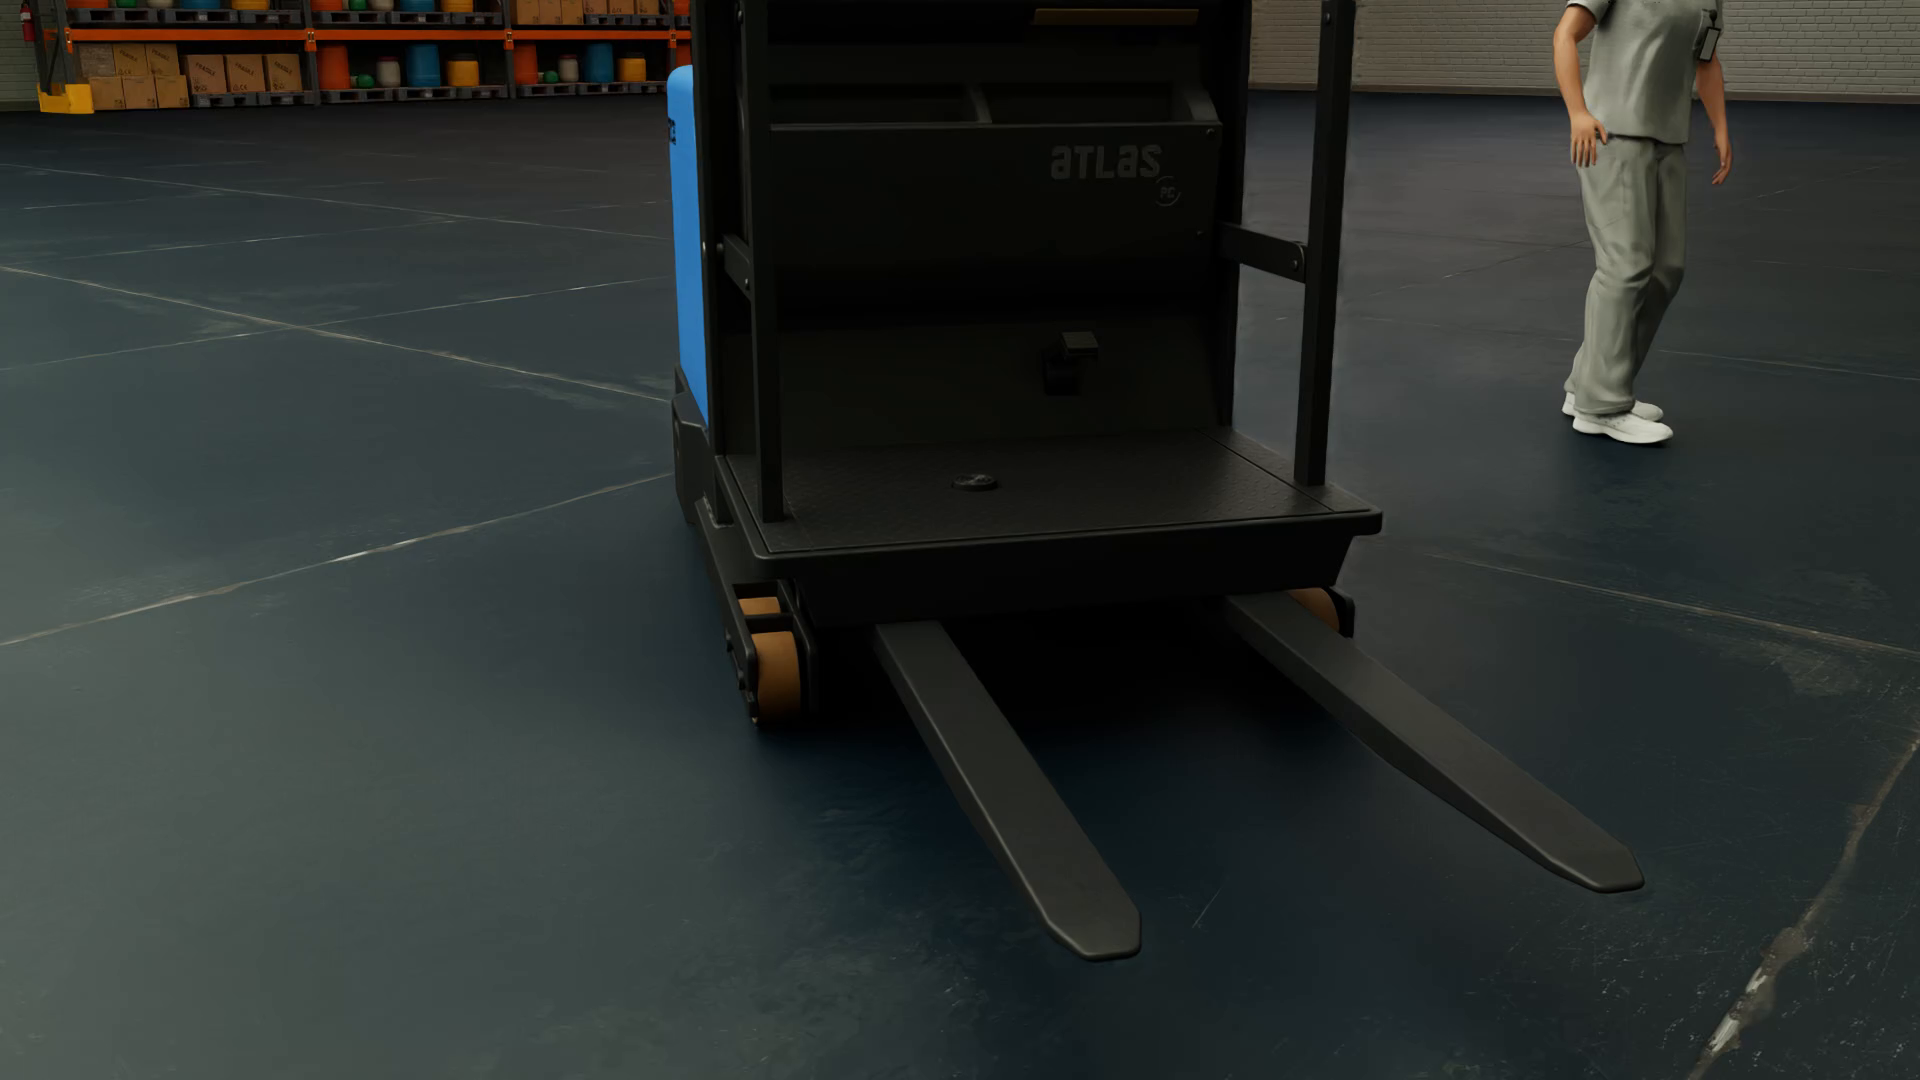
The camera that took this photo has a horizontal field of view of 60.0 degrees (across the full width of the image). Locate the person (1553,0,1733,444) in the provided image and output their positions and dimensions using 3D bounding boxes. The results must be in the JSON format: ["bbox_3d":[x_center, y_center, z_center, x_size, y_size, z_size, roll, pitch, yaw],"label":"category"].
[{"bbox_3d":[2.030,-1.132,4.829,0.646,1.653,0.482,-10,20,-30],"label":"person"}]

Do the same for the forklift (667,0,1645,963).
[{"bbox_3d":[0.095,-1.203,2.858,1.130,2.935,3.031,-4,17,-13],"label":"forklift"}]
